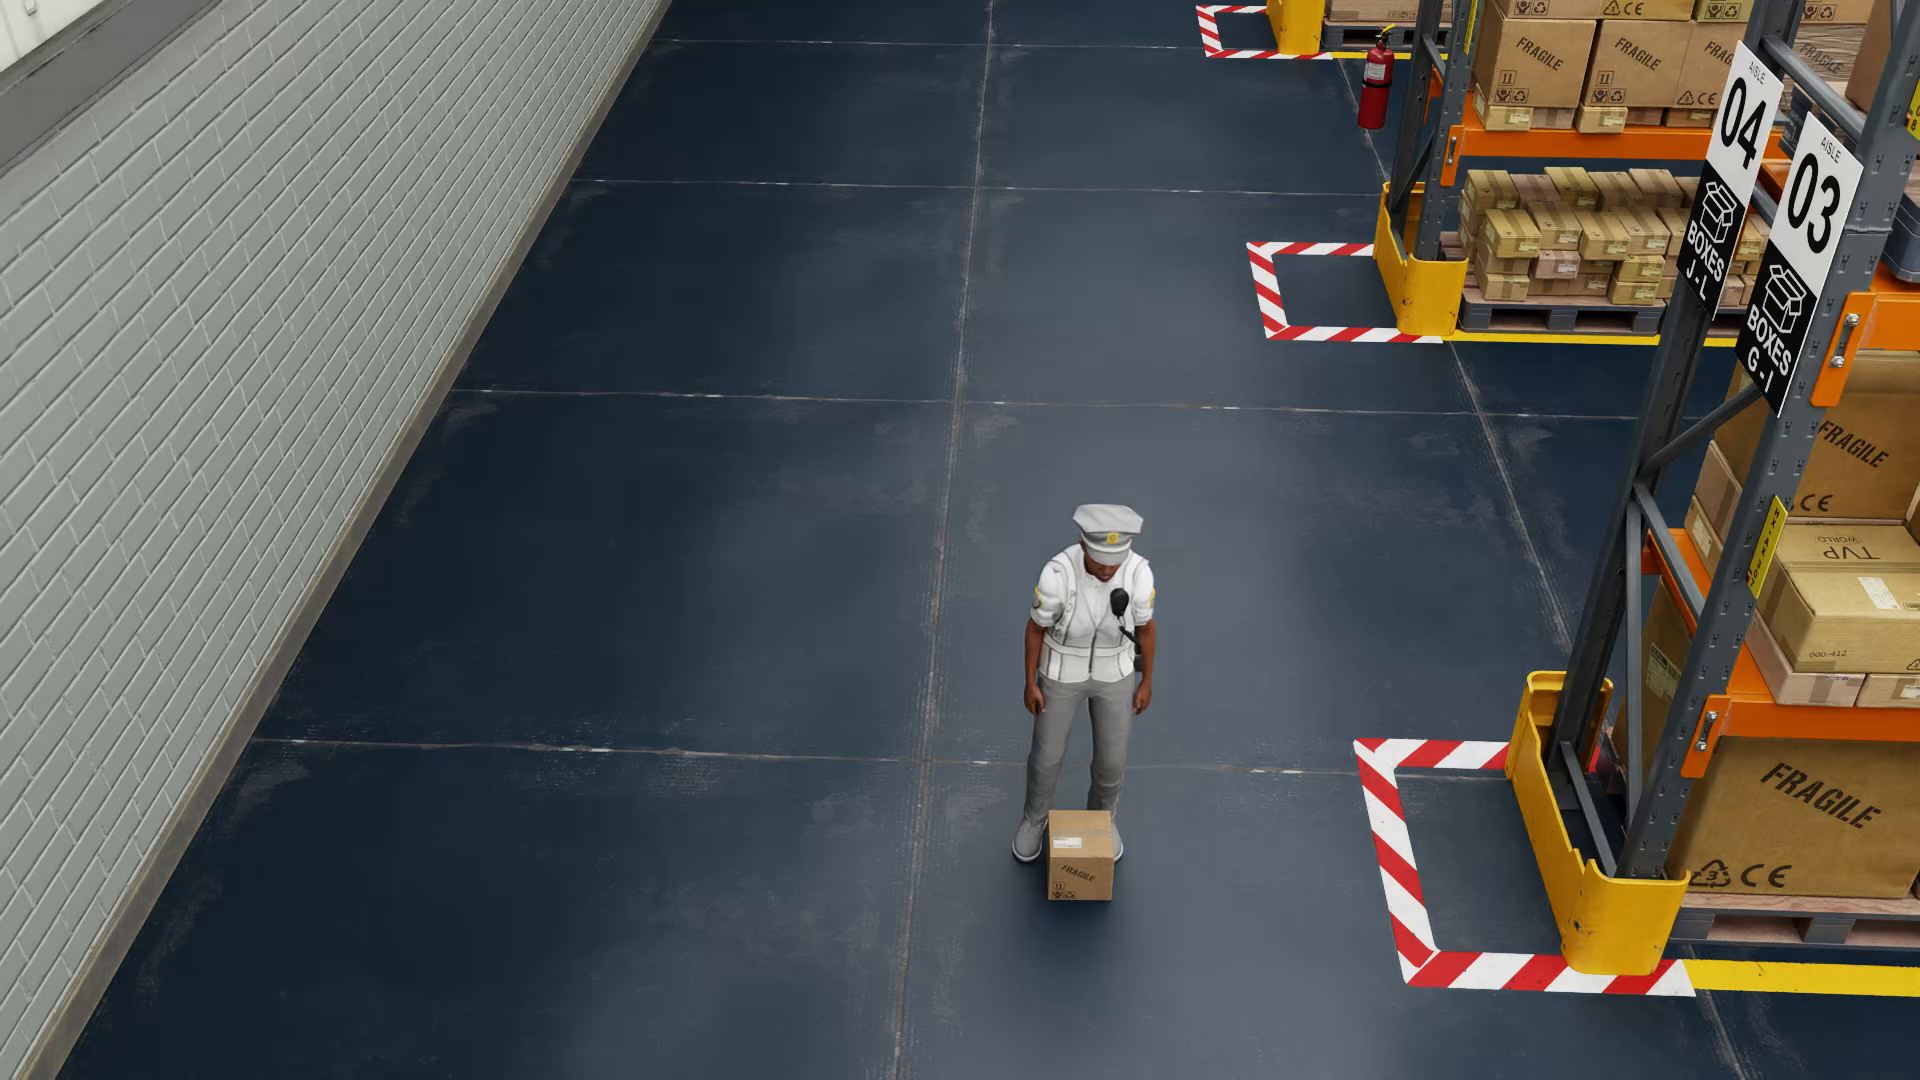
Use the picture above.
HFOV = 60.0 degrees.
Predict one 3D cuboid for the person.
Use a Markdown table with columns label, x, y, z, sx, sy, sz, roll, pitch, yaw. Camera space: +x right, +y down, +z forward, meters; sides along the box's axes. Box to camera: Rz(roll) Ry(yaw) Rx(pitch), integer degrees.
| label | x | y | z | sx | sy | sz | roll | pitch | yaw |
| --- | --- | --- | --- | --- | --- | --- | --- | --- | --- |
| person | 0.478 | 0.539 | 6.368 | 0.531 | 1.661 | 0.397 | -1 | 36 | -1 |
